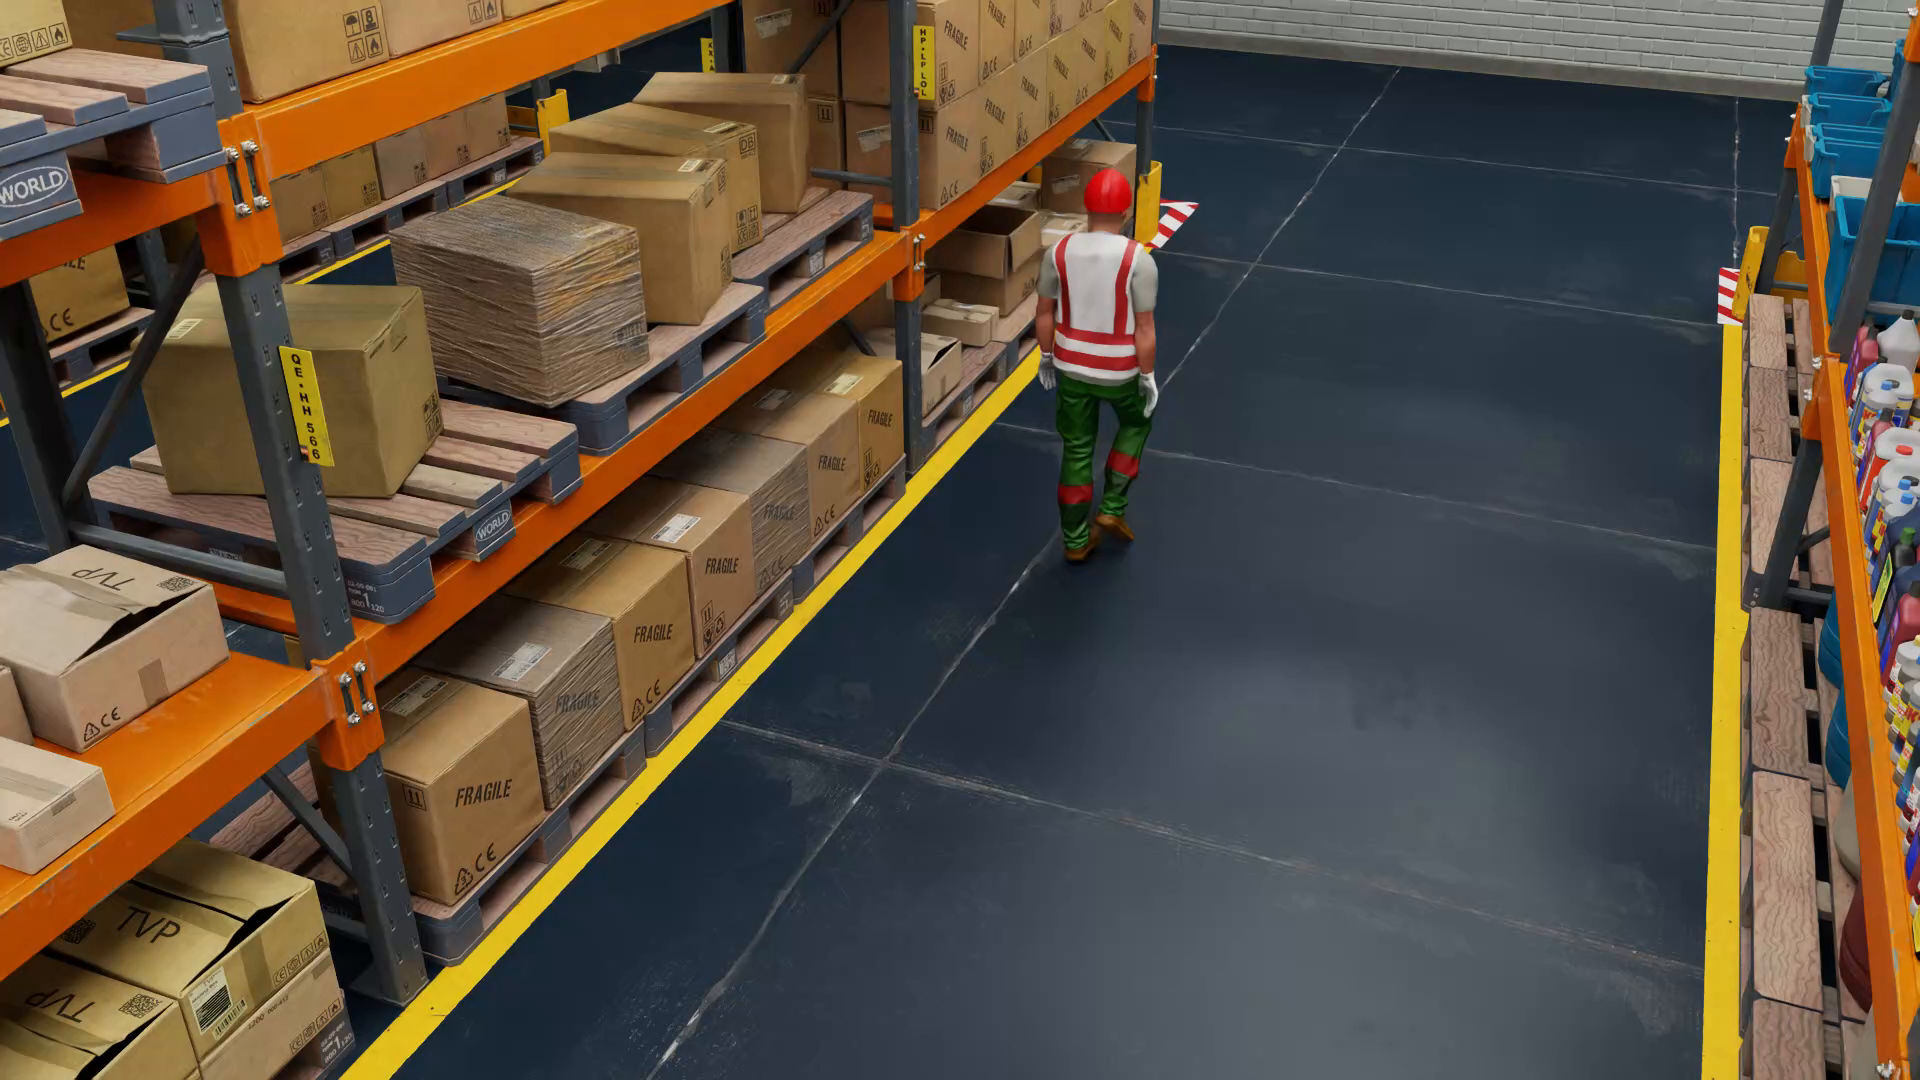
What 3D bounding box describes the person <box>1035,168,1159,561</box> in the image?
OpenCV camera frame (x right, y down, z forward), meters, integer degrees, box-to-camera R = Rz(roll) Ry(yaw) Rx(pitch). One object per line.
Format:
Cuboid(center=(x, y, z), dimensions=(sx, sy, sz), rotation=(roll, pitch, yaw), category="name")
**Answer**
Cuboid(center=(0.627, -0.763, 7.436), dimensions=(0.590, 1.819, 0.504), rotation=(10, 31, 17), category="person")
